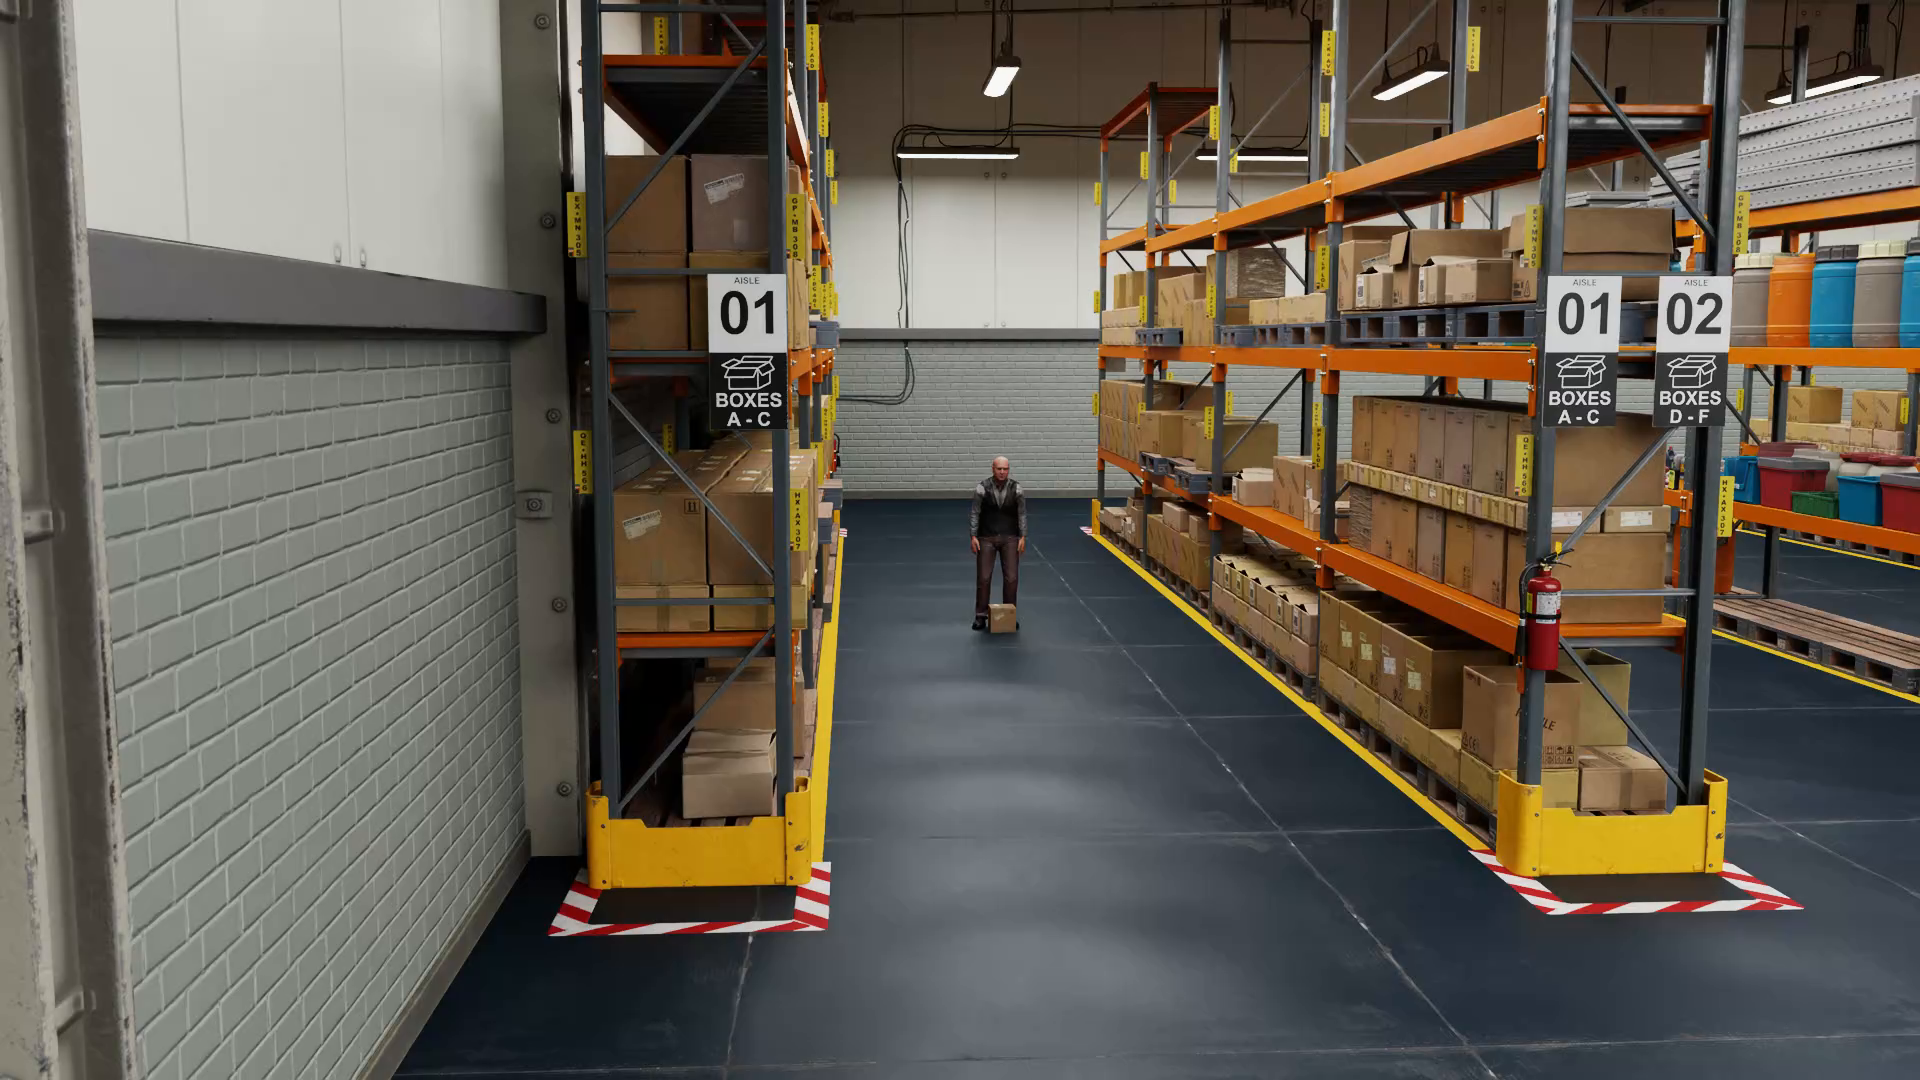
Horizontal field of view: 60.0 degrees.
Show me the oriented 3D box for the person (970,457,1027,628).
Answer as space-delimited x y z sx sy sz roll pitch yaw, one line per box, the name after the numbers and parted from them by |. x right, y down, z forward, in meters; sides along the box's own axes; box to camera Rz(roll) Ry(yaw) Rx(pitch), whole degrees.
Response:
0.383 0.015 16.720 0.578 1.720 0.419 -1 7 -5 | person
